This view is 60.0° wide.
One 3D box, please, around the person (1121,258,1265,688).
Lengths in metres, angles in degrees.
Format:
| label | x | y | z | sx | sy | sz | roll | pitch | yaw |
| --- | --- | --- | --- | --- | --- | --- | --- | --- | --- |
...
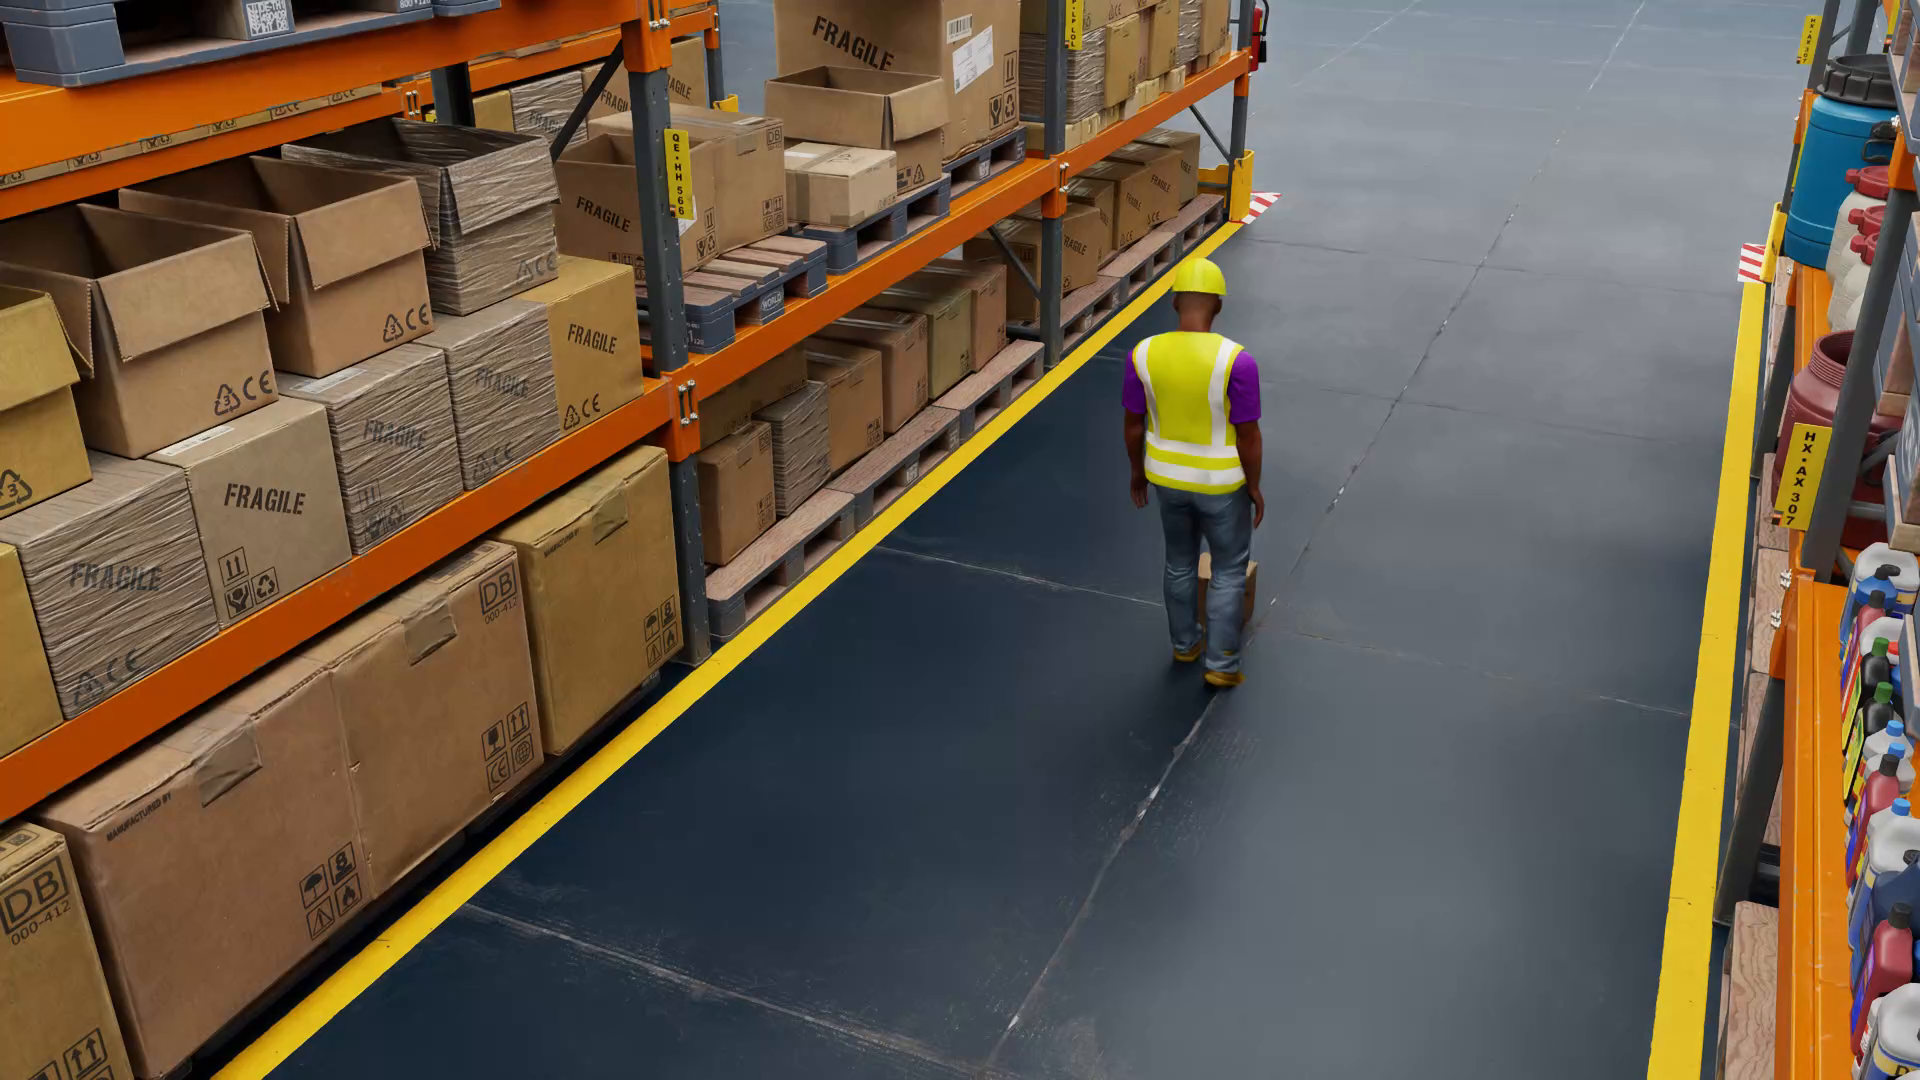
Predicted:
| label | x | y | z | sx | sy | sz | roll | pitch | yaw |
| --- | --- | --- | --- | --- | --- | --- | --- | --- | --- |
| person | 0.975 | -0.243 | 6.685 | 0.599 | 1.843 | 0.522 | 14 | 29 | 27 |
